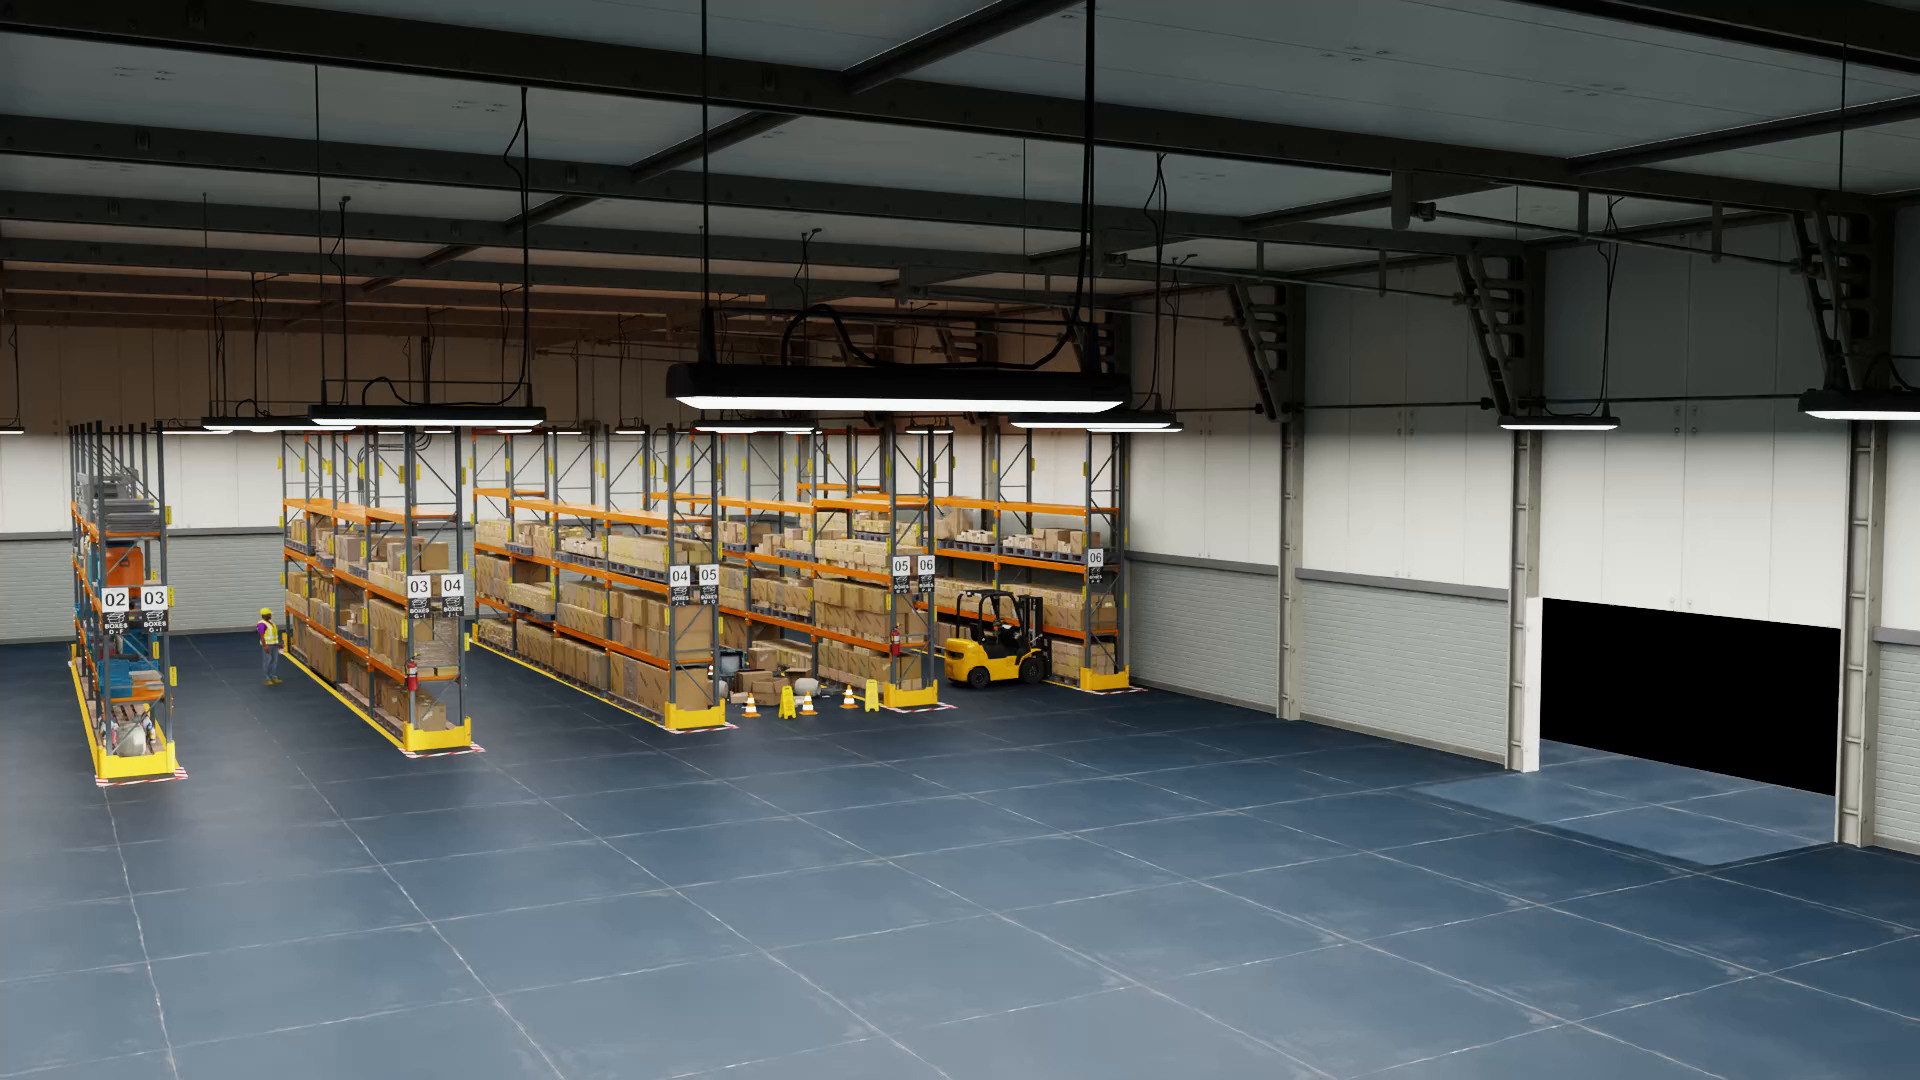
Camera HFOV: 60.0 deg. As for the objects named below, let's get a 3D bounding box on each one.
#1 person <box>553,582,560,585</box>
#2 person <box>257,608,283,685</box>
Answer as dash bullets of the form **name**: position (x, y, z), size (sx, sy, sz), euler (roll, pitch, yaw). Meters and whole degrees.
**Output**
- **person**: position (-11.326, 1.987, 46.981), size (0.524, 1.687, 0.532), euler (-2, 4, -32)
- **person**: position (-16.059, 2.466, 38.742), size (0.498, 1.789, 0.623), euler (1, 4, 16)
